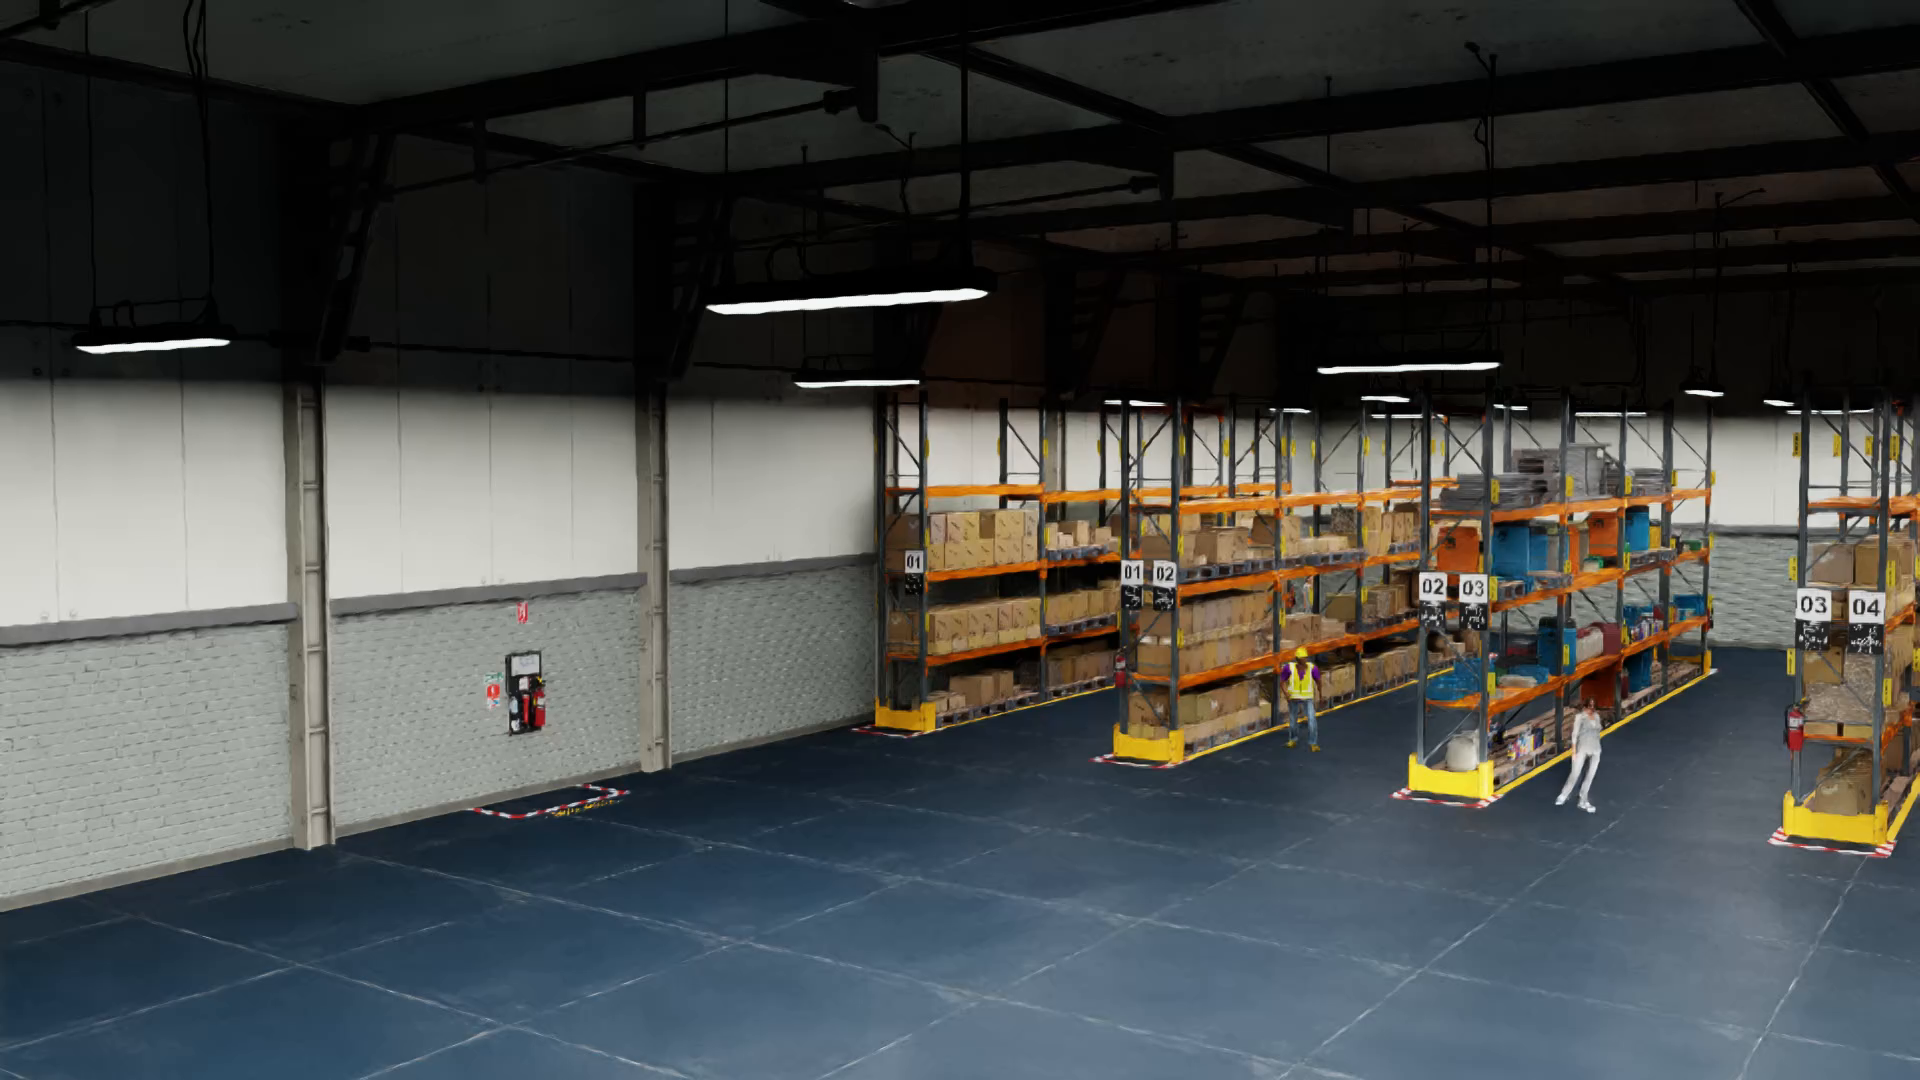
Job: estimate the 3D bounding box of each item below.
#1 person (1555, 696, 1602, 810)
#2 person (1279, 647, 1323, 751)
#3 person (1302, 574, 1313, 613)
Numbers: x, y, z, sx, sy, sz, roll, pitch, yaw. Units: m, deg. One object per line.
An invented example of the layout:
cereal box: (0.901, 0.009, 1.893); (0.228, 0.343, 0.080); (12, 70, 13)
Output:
person: (8.558, 2.929, 22.966); (0.569, 1.586, 0.465); (0, 3, -9)
person: (5.648, 2.613, 27.545); (0.702, 1.705, 0.780); (1, 3, 14)
person: (9.368, 1.707, 44.296); (0.688, 1.646, 0.566); (-1, 3, -18)
